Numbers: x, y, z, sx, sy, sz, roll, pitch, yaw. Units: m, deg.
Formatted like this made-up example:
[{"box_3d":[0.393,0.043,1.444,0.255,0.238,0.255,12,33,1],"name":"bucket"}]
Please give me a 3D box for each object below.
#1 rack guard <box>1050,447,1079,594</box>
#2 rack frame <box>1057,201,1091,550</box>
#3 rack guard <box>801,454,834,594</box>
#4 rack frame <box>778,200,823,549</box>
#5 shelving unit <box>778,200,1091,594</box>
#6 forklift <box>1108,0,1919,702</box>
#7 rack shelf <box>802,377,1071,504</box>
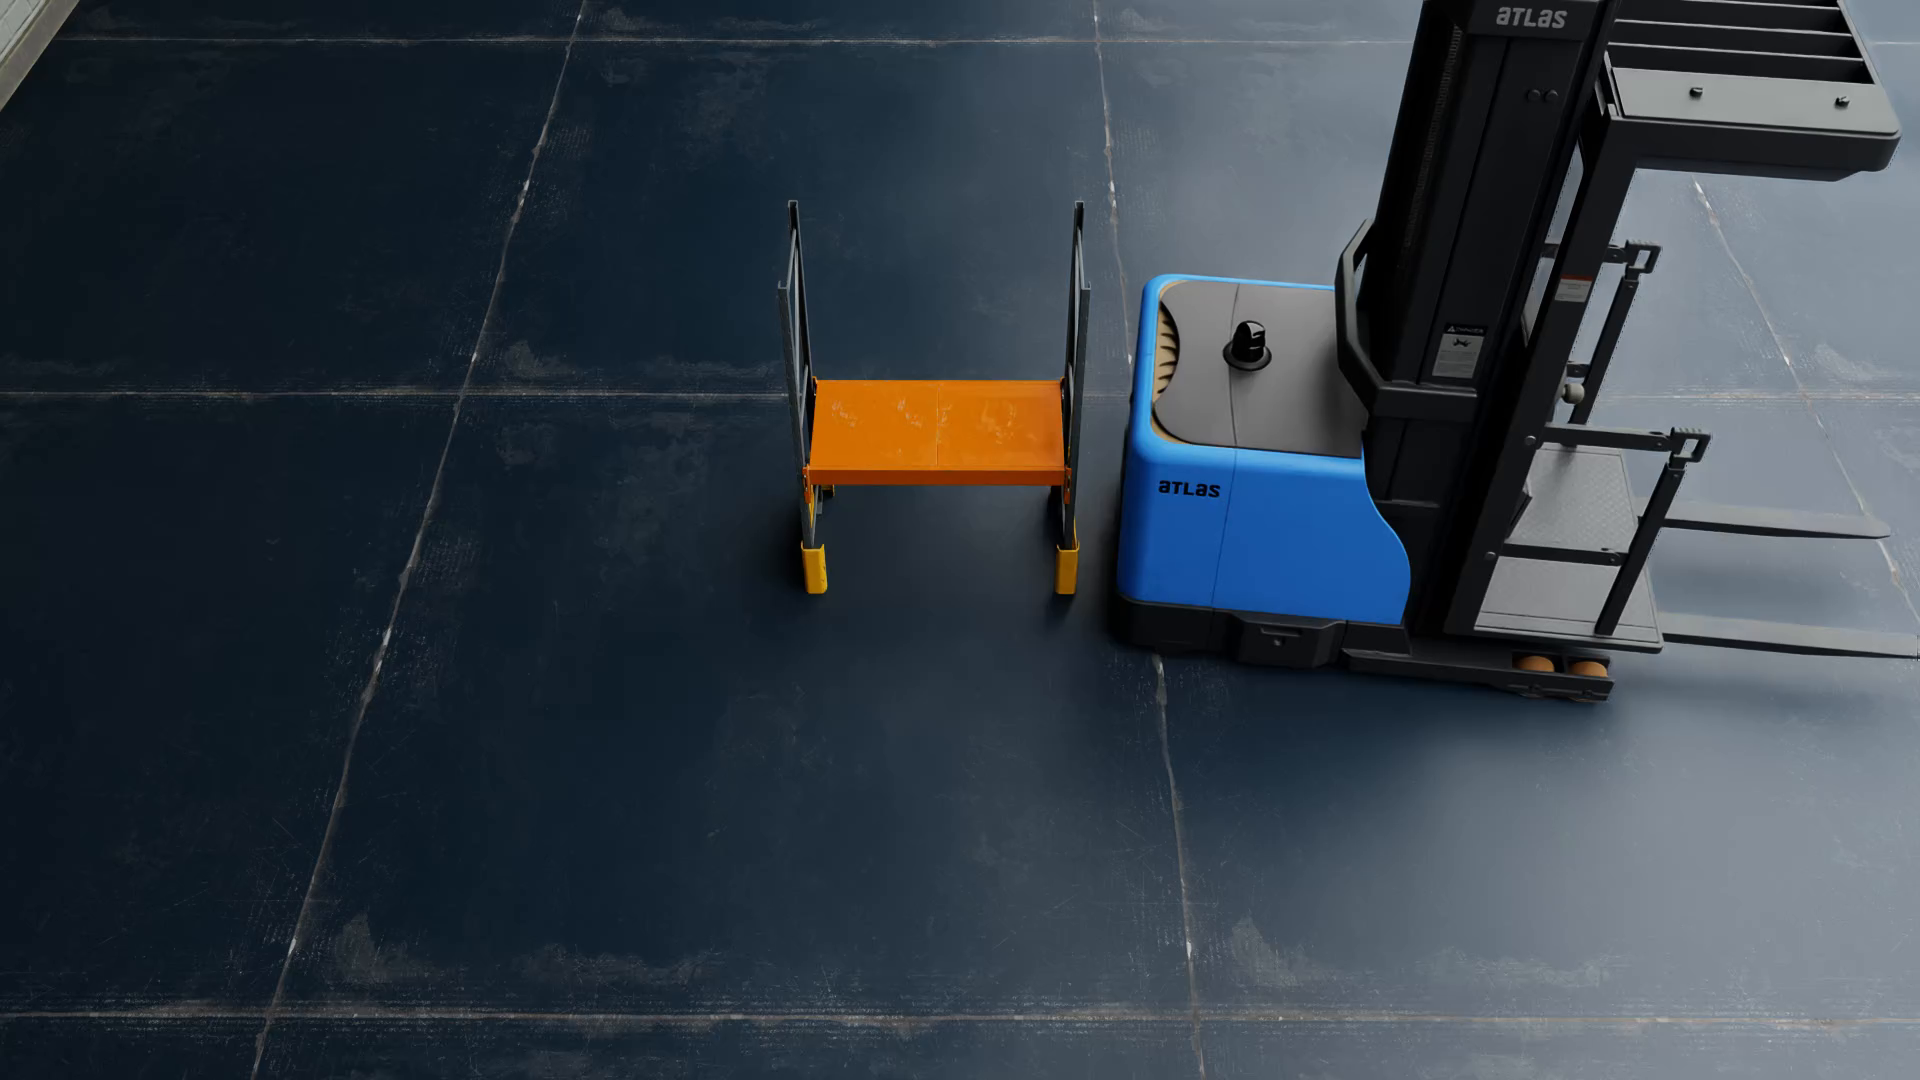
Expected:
[{"box_3d":[0.422,-0.084,6.738,0.087,0.250,0.587,0,47,0],"name":"rack guard"},{"box_3d":[0.423,-0.510,6.281,0.032,1.500,0.500,0,47,0],"name":"rack frame"},{"box_3d":[-0.574,-0.087,6.741,0.087,0.250,0.587,0,47,0],"name":"rack guard"},{"box_3d":[-0.594,-0.513,6.283,0.032,1.500,0.500,0,47,0],"name":"rack frame"},{"box_3d":[-0.076,-0.511,6.282,1.083,1.500,0.587,0,47,0],"name":"shelving unit"},{"box_3d":[2.131,-0.804,5.576,3.031,2.935,1.130,5,47,5],"name":"forklift"},{"box_3d":[-0.085,-0.389,6.414,1.000,0.185,0.538,0,47,0],"name":"rack shelf"}]
